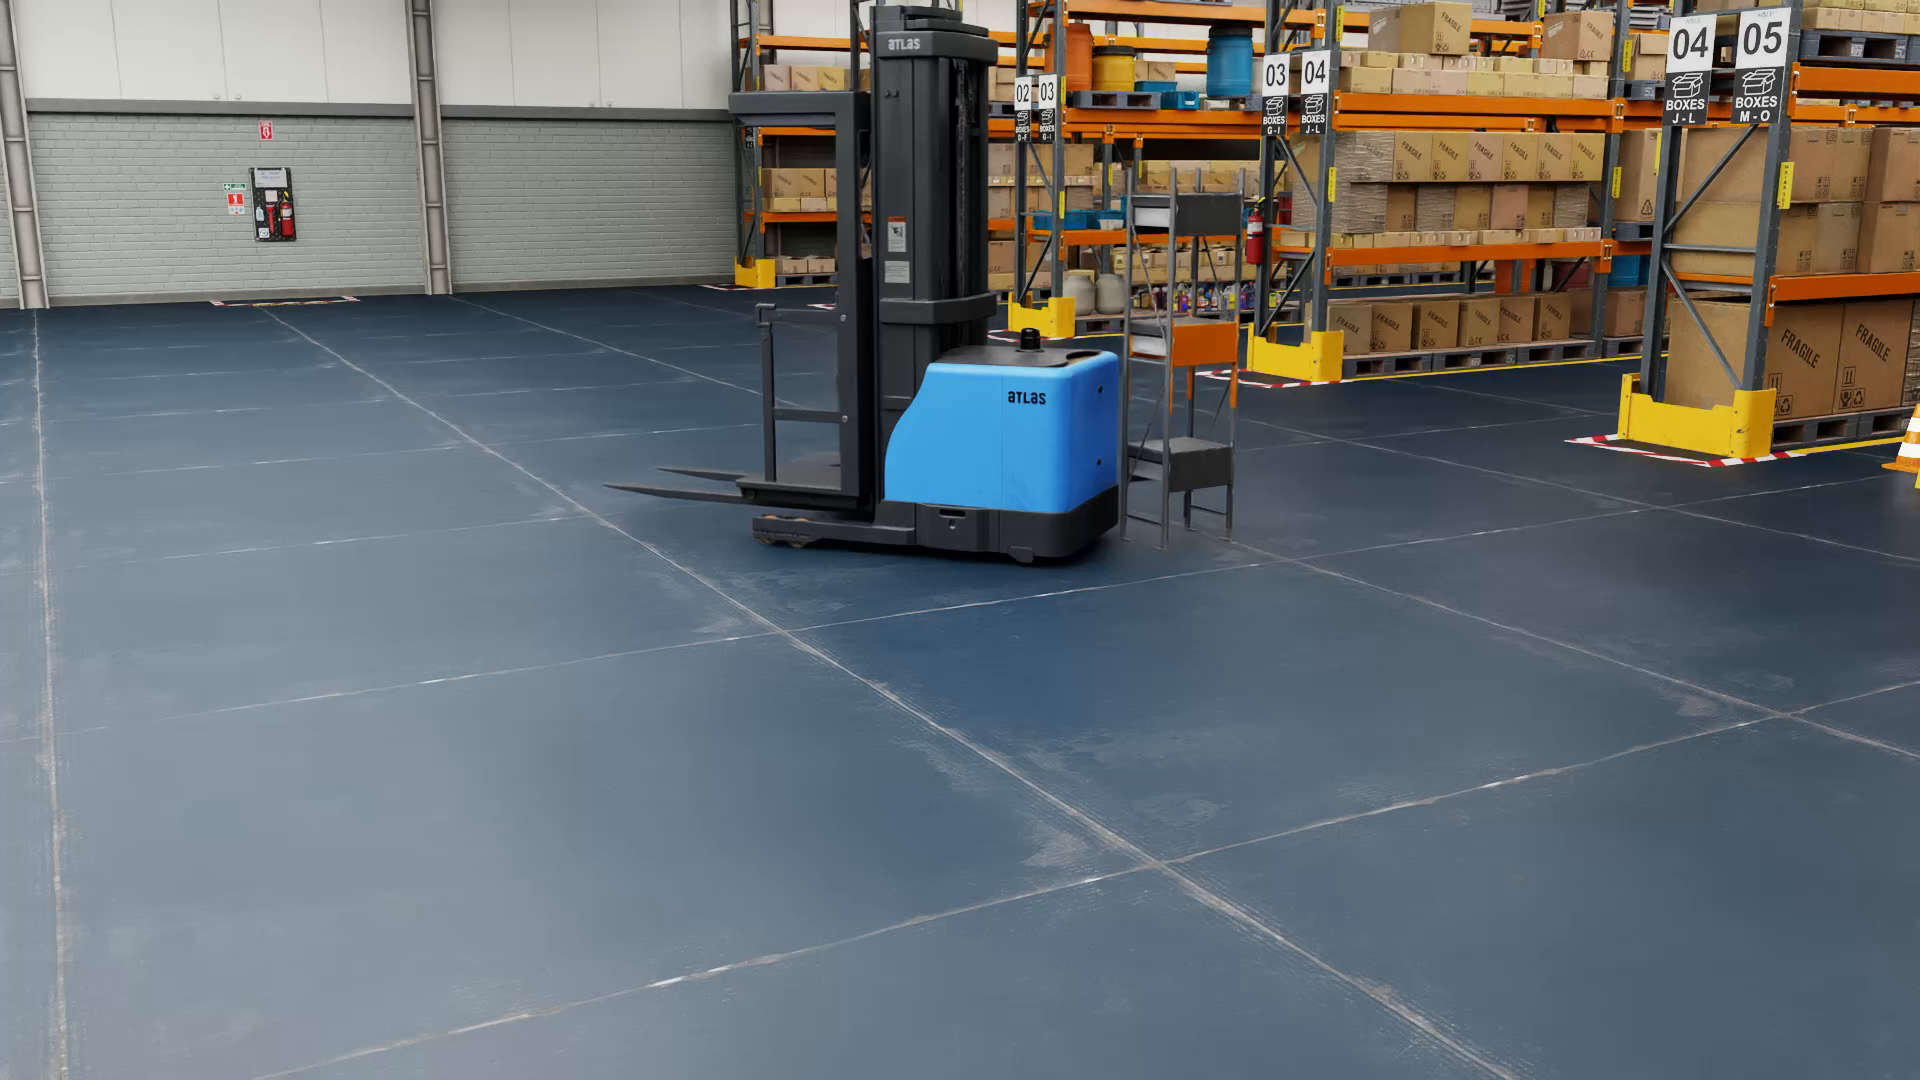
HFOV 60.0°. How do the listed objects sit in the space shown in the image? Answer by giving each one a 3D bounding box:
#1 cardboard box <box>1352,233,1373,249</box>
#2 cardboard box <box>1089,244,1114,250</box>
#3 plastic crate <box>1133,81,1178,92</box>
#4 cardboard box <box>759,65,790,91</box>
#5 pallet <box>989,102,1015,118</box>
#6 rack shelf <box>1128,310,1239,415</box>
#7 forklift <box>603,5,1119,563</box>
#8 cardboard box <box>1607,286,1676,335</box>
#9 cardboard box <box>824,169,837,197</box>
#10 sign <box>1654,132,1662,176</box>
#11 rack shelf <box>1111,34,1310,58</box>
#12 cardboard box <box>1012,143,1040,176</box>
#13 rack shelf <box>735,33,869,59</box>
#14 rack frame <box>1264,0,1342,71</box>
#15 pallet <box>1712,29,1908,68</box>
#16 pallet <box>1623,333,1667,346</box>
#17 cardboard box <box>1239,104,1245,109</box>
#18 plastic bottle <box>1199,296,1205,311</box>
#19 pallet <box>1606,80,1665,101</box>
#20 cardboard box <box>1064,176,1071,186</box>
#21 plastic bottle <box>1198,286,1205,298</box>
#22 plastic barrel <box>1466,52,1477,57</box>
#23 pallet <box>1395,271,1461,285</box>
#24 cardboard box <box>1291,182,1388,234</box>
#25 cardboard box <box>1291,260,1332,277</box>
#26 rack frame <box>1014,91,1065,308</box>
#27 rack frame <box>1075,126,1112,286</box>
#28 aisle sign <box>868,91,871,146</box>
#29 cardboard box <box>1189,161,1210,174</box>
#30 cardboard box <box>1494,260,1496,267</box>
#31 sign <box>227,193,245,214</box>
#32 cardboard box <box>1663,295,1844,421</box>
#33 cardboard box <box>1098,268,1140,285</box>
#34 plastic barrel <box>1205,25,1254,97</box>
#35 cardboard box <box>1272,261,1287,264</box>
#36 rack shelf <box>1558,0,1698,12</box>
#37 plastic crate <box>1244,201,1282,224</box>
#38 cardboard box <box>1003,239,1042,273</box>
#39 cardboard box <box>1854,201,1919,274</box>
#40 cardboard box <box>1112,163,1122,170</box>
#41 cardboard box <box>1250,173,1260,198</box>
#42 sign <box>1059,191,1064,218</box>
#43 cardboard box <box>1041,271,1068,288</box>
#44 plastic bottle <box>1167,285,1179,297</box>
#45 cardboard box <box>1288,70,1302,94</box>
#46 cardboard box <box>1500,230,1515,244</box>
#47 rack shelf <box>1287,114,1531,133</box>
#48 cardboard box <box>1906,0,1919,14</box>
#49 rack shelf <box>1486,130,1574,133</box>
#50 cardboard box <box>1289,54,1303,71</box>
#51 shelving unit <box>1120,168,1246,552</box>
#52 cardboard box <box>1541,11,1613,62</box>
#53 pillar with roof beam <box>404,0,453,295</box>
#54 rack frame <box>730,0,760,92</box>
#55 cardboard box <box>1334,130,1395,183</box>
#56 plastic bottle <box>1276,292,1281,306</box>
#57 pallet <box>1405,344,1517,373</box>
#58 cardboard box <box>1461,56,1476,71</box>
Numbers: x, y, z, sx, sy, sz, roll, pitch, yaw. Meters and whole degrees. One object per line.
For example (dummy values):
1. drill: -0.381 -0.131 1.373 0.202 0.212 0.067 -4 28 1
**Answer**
1. cardboard box: 3.964 -3.041 16.860 0.250 0.149 0.380 -7 14 -28
2. cardboard box: 2.666 -5.771 33.113 0.500 0.500 0.700 -7 14 -27
3. plastic crate: 2.528 -5.825 21.866 0.575 0.384 0.392 -7 14 -28
4. cardboard box: -3.294 -8.024 29.048 0.500 0.500 0.500 -8 15 -32
5. pallet: 0.333 -6.685 25.851 1.213 0.211 1.003 -7 14 -28
6. rack shelf: 1.244 -1.008 9.368 0.480 0.518 0.431 -8 15 -32
7. forklift: -0.643 -1.491 9.558 3.031 2.935 1.130 5 14 22
8. cardboard box: 7.859 -2.679 19.375 0.500 0.500 0.700 -7 14 -28
9. cardboard box: -2.291 -6.418 29.884 0.500 0.500 0.500 -7 15 -30
10. sign: 5.411 -2.977 12.827 0.005 0.325 0.100 -7 14 -28
11. rack shelf: 3.894 -8.078 27.557 4.000 0.370 1.077 -7 14 -28
12. cardboard box: 0.870 -6.015 26.321 0.500 0.500 0.700 -7 14 -28
13. rack shelf: -1.993 -8.805 29.884 4.000 0.370 1.077 -7 14 -28
14. rack frame: 3.371 -6.083 16.145 0.127 3.000 1.000 -7 14 -28
15. pallet: 6.305 -3.690 12.545 1.213 0.211 1.003 -7 14 -28
16. pallet: 8.637 -2.428 19.919 1.213 0.211 1.003 -7 14 -28
17. cardboard box: 4.827 -7.386 28.148 0.500 0.250 0.500 -6 14 -26
18. plastic bottle: 3.214 -3.148 22.137 0.097 0.201 0.097 0 13 0
19. pallet: 7.475 -4.994 18.562 1.003 0.211 1.213 -7 14 -28
20. cardboard box: 1.556 -5.729 26.527 0.250 0.149 0.380 -7 15 -30
21. plastic bottle: 3.325 -3.368 22.955 0.097 0.271 0.097 0 13 0
22. plastic barrel: 7.195 -6.616 24.202 0.600 0.901 0.600 0 13 0
23. pallet: 8.465 -4.875 30.791 1.213 0.211 1.003 -7 14 -28
24. cardboard box: 3.867 -3.403 16.993 0.500 0.500 0.875 -7 14 -28
25. cardboard box: 6.186 -4.896 29.222 0.500 0.500 0.500 -6 14 -25
26. rack frame: 0.998 -4.111 21.045 0.127 3.000 1.000 -7 14 -28
27. rack frame: 2.139 -5.487 27.158 0.127 3.000 1.000 -7 14 -28
28. aisle sign: -1.283 -6.268 24.709 0.004 0.787 0.394 -7 14 -28
29. cardboard box: 4.703 -7.540 33.620 0.500 0.250 0.500 -7 14 -27
30. cardboard box: 10.387 -5.256 31.584 0.250 0.166 0.380 -7 14 -28
31. sign: -11.537 -5.356 26.495 0.234 0.329 0.001 -7 14 -28
32. cardboard box: 6.223 -1.442 13.069 0.875 0.875 0.875 -7 14 -28
33. cardboard box: 2.612 -4.345 27.390 0.500 0.250 0.500 -7 15 -29
34. plastic barrel: 3.584 -6.361 22.110 0.708 0.901 0.600 -7 14 -28
35. cardboard box: 5.308 -4.942 28.766 0.500 0.311 0.500 -6 14 -26
36. rack shelf: 8.638 -6.168 19.072 4.000 0.370 1.077 -7 14 -28
37. plastic crate: 3.989 -4.471 22.785 0.504 0.338 0.767 -7 14 -28
38. cardboard box: 0.955 -4.522 26.467 0.500 0.500 0.500 -7 14 -28
39. cardboard box: 6.987 -2.408 13.134 0.550 0.550 0.875 -7 14 -28
40. cardboard box: 2.985 -7.400 32.950 0.250 0.149 0.380 -9 16 -35
41. cardboard box: 6.056 -7.334 34.413 0.500 0.500 0.500 -7 14 -27
42. sign: 1.258 -4.140 20.541 0.005 0.325 0.100 -7 14 -28
43. cardboard box: 1.393 -4.209 26.784 0.500 0.250 0.500 -7 14 -28
44. plastic bottle: 2.900 -3.365 22.761 0.185 0.351 0.144 -6 14 -26
45. cardboard box: 3.673 -4.646 16.933 0.500 0.250 0.500 -6 14 -27
46. cardboard box: 5.713 -3.254 17.807 0.250 0.149 0.380 -7 14 -28
47. rack shelf: 6.264 -5.855 23.599 4.000 0.370 1.077 -7 14 -28
48. cardboard box: 7.093 -4.087 12.587 0.500 0.250 0.500 -7 14 -28
49. rack shelf: 10.916 -7.651 31.582 4.000 0.370 1.077 -7 14 -28
50. cardboard box: 3.465 -4.831 16.844 0.250 0.149 0.380 -7 14 -28
51. shelving unit: 1.244 -1.021 9.365 0.503 2.100 0.431 -8 15 -32
52. cardboard box: 6.609 -5.382 17.816 0.500 0.500 0.500 -7 15 -30
53. pillar with roof beam: -6.753 -7.727 23.446 0.400 9.000 9.100 -7 14 -28
54. rack frame: -3.749 -8.947 28.869 0.127 3.000 1.000 -7 14 -28
55. cardboard box: 3.985 -3.844 16.674 0.500 0.500 0.500 -7 14 -28
56. plastic bottle: 4.340 -3.283 22.737 0.097 0.201 0.097 0 13 0
57. pallet: 5.237 -2.010 18.061 1.213 0.211 1.003 -7 14 -28
58. cardboard box: 5.078 -4.891 17.113 0.250 0.149 0.380 -7 14 -28
